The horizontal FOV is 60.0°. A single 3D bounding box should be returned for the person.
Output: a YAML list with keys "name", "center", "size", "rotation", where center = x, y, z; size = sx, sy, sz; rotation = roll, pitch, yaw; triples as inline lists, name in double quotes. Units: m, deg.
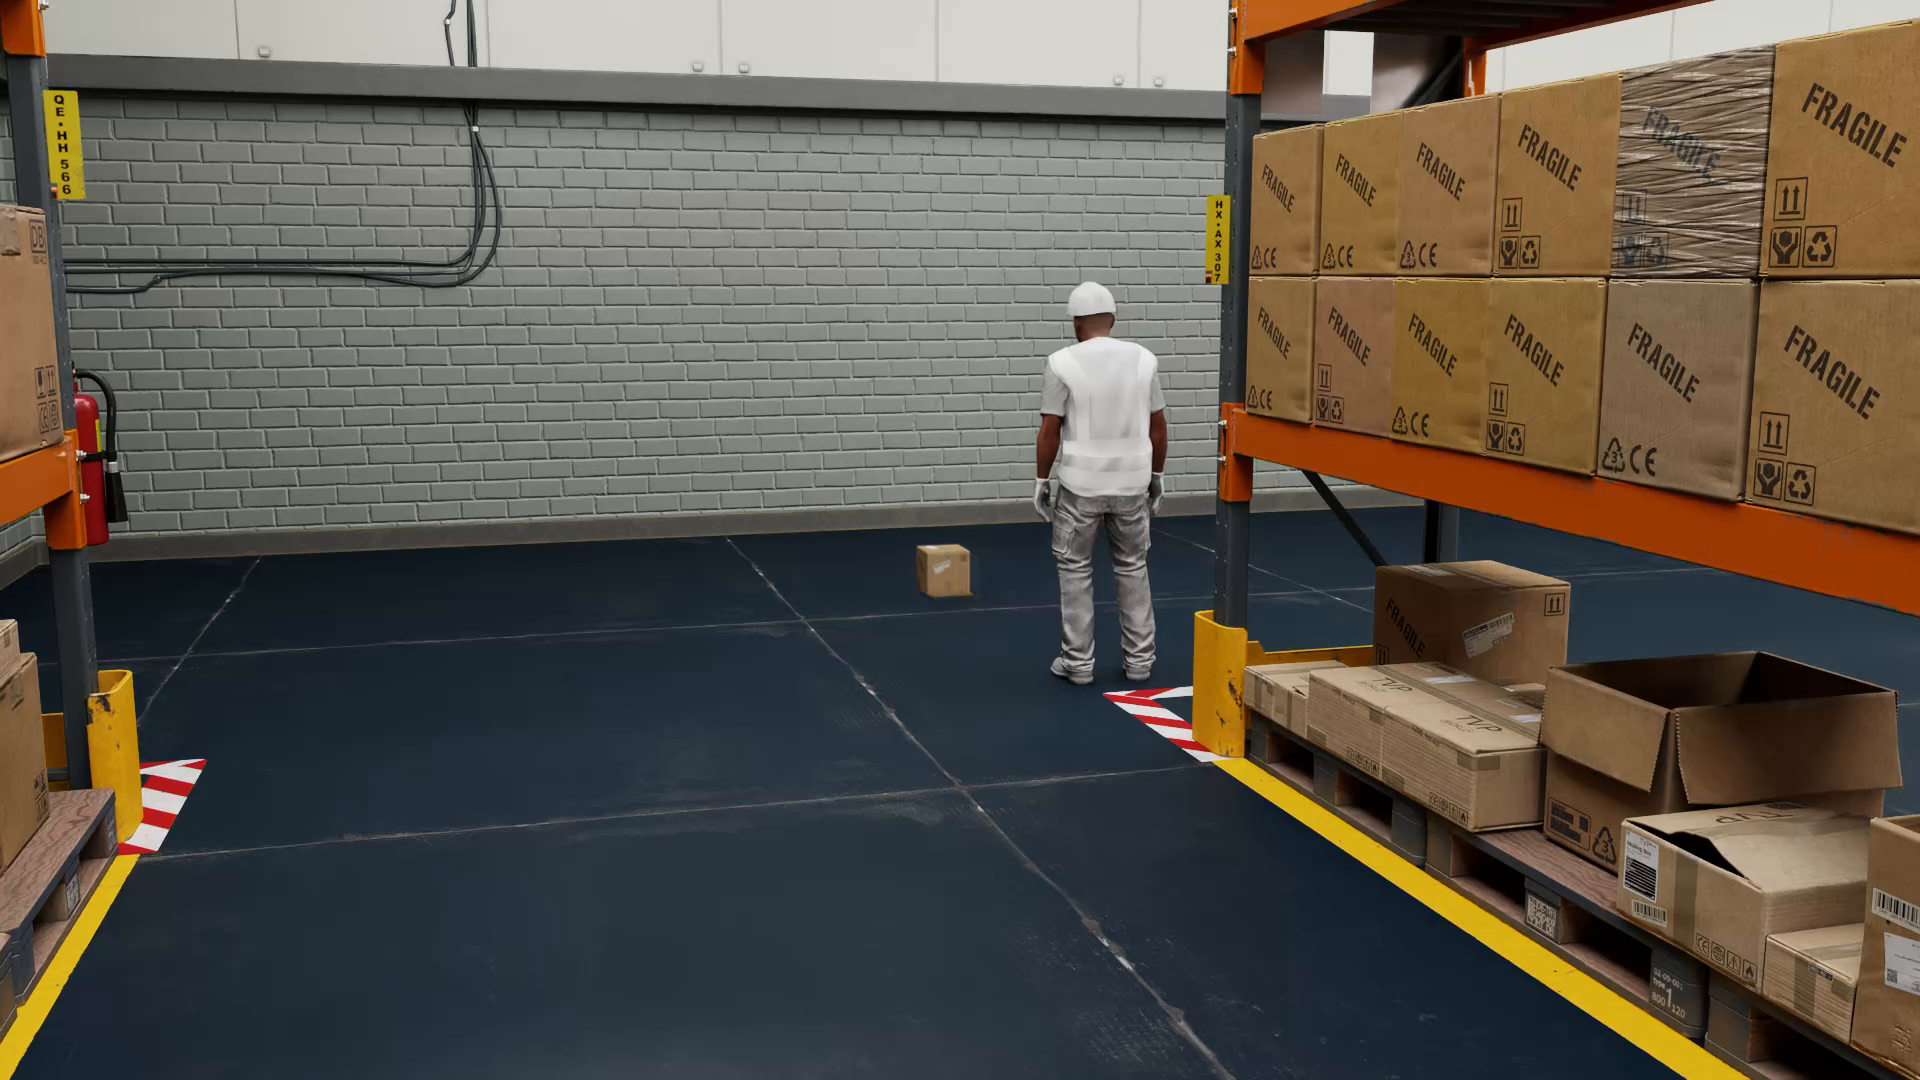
- name: "person"
  center: [0.623, -0.250, 7.399]
  size: [0.617, 1.772, 0.452]
  rotation: [-2, 9, -14]
